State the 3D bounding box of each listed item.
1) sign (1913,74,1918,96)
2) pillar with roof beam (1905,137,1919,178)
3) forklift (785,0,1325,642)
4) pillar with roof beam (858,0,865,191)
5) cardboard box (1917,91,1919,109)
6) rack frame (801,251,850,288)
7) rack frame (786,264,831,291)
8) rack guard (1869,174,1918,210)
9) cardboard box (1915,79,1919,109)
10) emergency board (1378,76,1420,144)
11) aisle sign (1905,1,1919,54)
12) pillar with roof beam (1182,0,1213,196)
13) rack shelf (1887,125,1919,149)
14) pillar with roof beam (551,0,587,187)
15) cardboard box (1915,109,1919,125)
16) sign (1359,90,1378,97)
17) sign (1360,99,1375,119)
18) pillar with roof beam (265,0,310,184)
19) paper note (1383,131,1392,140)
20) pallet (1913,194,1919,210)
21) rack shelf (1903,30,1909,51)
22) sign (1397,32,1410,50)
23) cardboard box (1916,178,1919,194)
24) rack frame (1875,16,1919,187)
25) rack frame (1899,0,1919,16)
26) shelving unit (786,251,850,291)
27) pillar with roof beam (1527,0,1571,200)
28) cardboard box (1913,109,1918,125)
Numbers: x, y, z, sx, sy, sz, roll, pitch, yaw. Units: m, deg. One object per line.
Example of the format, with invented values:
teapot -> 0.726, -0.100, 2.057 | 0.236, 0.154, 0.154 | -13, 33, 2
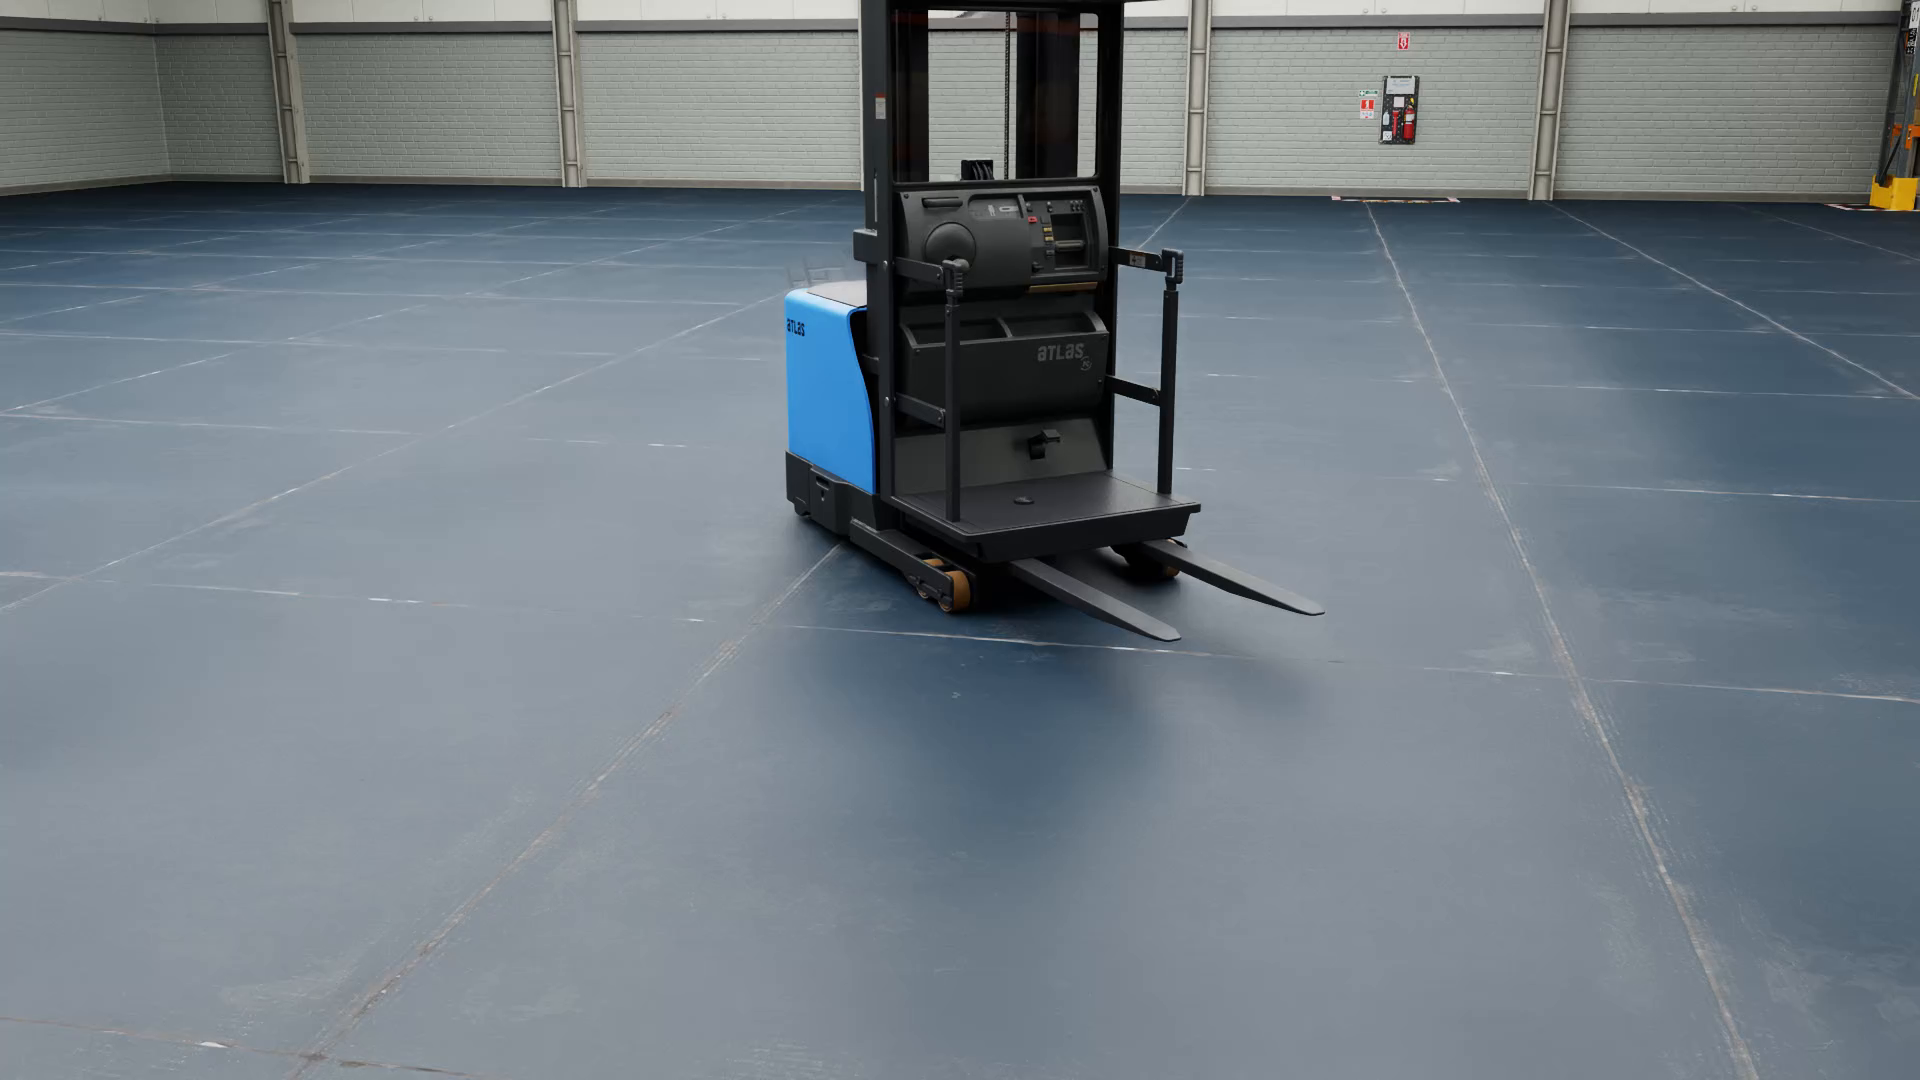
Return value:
sign -> 15.033, -7.158, 26.163 | 0.005, 0.325, 0.100 | 3, 16, 11
pillar with roof beam -> 15.141, -8.837, 22.607 | 0.400, 9.000, 9.100 | 3, 16, 11
forklift -> 0.289, -1.263, 6.633 | 1.130, 2.935, 3.031 | -8, 17, -26
pillar with roof beam -> -2.498, -9.794, 26.064 | 0.400, 9.000, 9.100 | 3, 16, 11
cardboard box -> 15.548, -7.078, 26.333 | 0.500, 0.500, 0.500 | 3, 16, 11
rack frame -> -0.559, -0.878, 8.394 | 0.240, 1.200, 0.006 | -10, -6, -33
rack frame -> -0.653, -0.841, 8.547 | 0.240, 1.200, 0.006 | -10, -6, -33
rack guard -> 15.215, -5.674, 27.110 | 0.348, 0.500, 1.175 | 3, 16, 11
cardboard box -> 15.645, -7.212, 26.819 | 0.500, 0.500, 0.500 | 3, 16, 10
emergency board -> 7.705, -7.532, 29.137 | 0.643, 1.169, 0.194 | 3, 16, 11
aisle sign -> 15.010, -8.061, 26.175 | 0.004, 0.787, 0.394 | 3, 16, 11
pillar with roof beam -> 3.382, -9.475, 24.912 | 0.400, 9.000, 9.100 | 3, 16, 11
rack shelf -> 17.100, -6.430, 26.503 | 4.000, 0.370, 1.077 | 3, 16, 11
pillar with roof beam -> -8.378, -10.114, 27.216 | 0.400, 9.000, 9.100 | 3, 16, 11
cardboard box -> 15.555, -6.711, 26.415 | 0.500, 0.250, 0.500 | 3, 16, 9
sign -> 7.187, -7.859, 29.256 | 0.331, 0.109, 0.001 | 3, 16, 11
sign -> 7.184, -7.606, 29.336 | 0.234, 0.329, 0.001 | 3, 16, 11
pillar with roof beam -> -14.257, -10.433, 28.369 | 0.400, 9.000, 9.100 | 3, 16, 11
paper note -> 7.545, -7.135, 29.353 | 0.142, 0.148, 0.016 | 3, 16, 11
pallet -> 16.004, -5.482, 26.960 | 1.213, 0.211, 1.003 | 3, 16, 11
rack shelf -> 17.100, -7.875, 26.103 | 4.000, 0.370, 1.077 | 3, 16, 11
sign -> 7.717, -8.676, 28.923 | 0.199, 0.298, 0.001 | 3, 16, 11
cardboard box -> 15.801, -5.739, 26.874 | 0.500, 0.311, 0.500 | 1, 16, 5
rack frame -> 15.140, -6.883, 26.791 | 0.127, 3.000, 1.000 | 3, 16, 11
rack frame -> 15.140, -9.774, 25.991 | 0.127, 3.000, 1.000 | 3, 16, 11
shelving unit -> -0.606, -0.859, 8.470 | 0.258, 1.200, 0.189 | -10, -6, -33
pillar with roof beam -> 9.261, -9.156, 23.760 | 0.400, 9.000, 9.100 | 3, 16, 11
cardboard box -> 15.637, -6.846, 26.902 | 0.500, 0.250, 0.500 | 3, 16, 12
